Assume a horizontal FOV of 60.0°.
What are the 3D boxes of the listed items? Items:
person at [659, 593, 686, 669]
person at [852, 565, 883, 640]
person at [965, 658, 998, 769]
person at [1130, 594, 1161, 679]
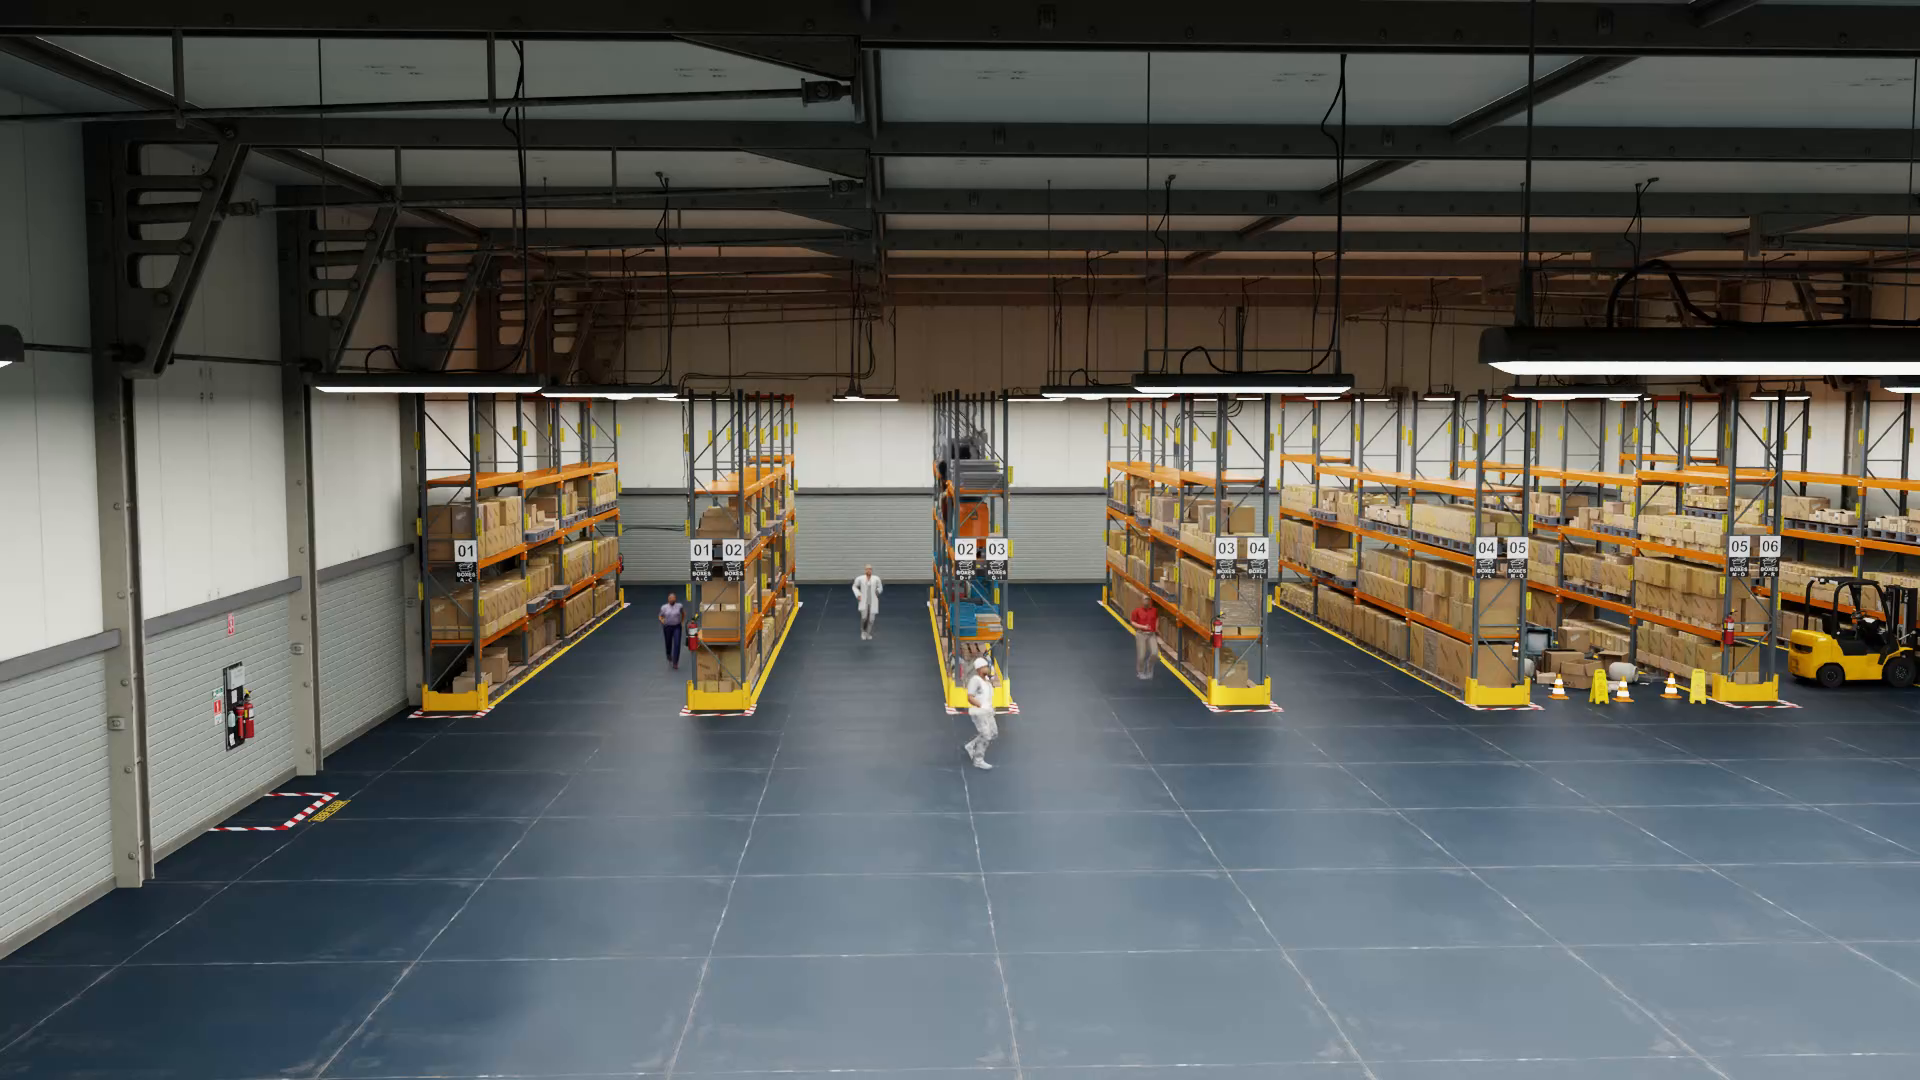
[{"bbox_3d":[-6.269,1.965,36.285,0.592,1.614,0.886,-1,5,-10],"label":"person"},{"bbox_3d":[-2.111,1.450,38.316,0.694,1.744,0.642,-1,5,-9],"label":"person"},{"bbox_3d":[0.310,2.720,26.134,0.590,1.743,0.686,2,5,22],"label":"person"},{"bbox_3d":[3.689,1.922,32.796,0.646,1.690,0.648,-1,5,-12],"label":"person"}]
